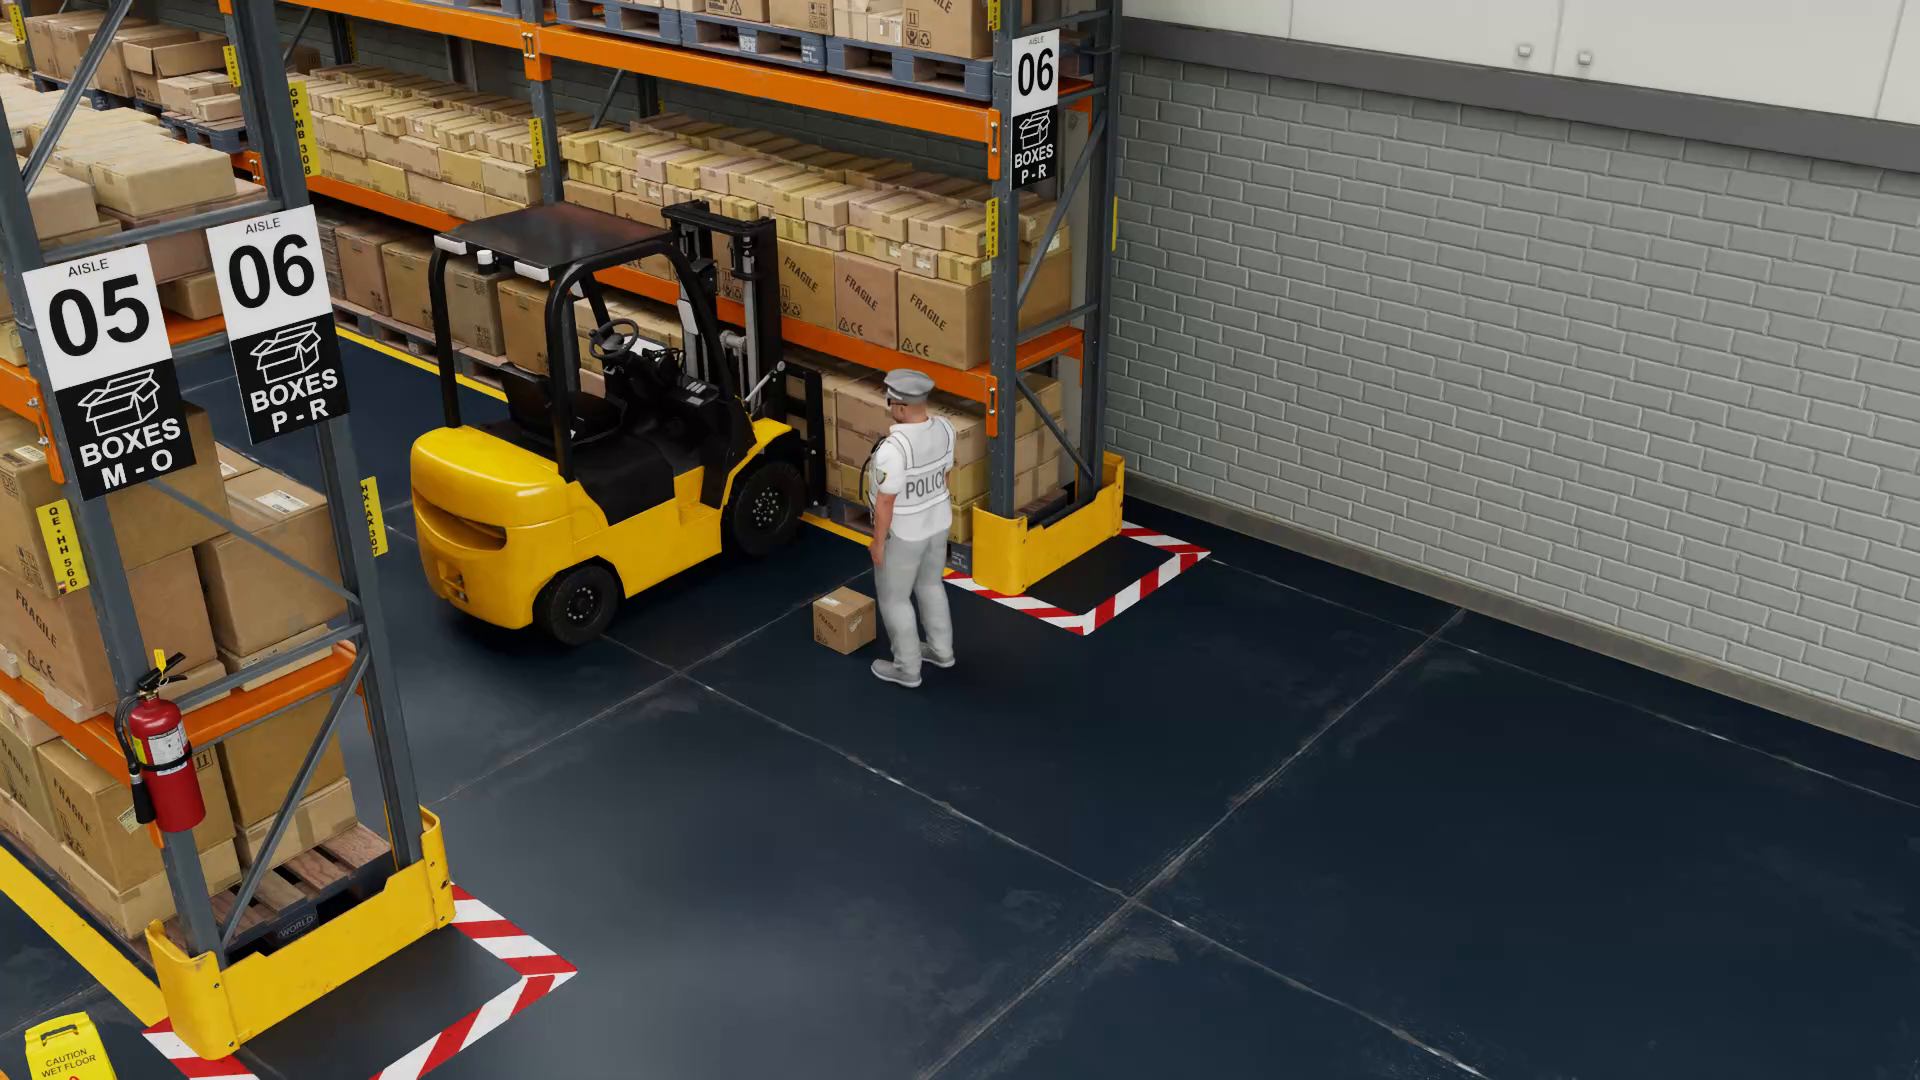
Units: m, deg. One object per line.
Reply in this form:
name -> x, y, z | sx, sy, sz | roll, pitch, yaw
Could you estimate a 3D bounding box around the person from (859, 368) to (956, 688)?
person -> -0.273, -0.060, 8.736 | 0.393, 1.752, 0.527 | 22, 34, 36
